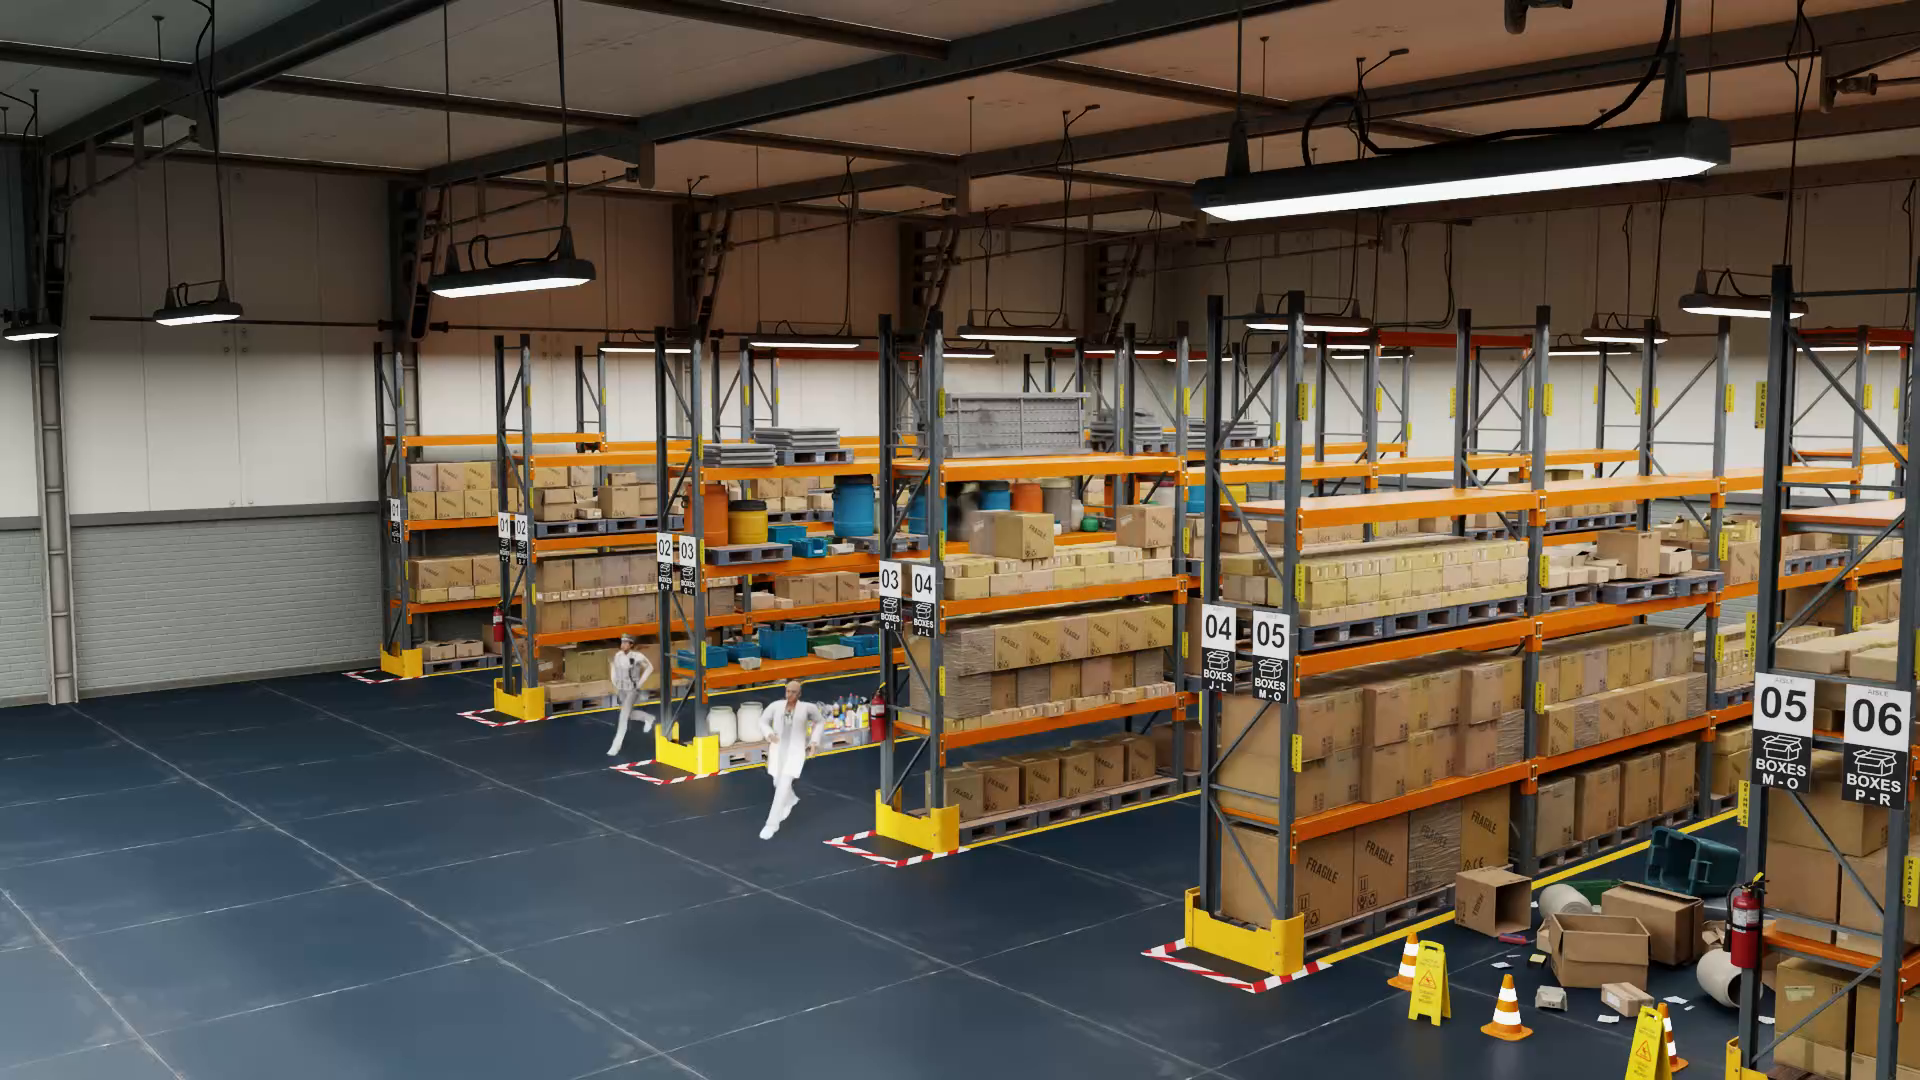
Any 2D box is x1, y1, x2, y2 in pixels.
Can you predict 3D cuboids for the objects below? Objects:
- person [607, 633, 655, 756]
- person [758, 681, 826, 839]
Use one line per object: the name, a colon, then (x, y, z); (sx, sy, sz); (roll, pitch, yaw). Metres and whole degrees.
person: (-4.746, 2.164, 23.881); (0.584, 1.703, 1.093); (3, 6, 32)
person: (-1.985, 2.560, 19.400); (0.740, 1.672, 1.024); (1, 5, 14)
